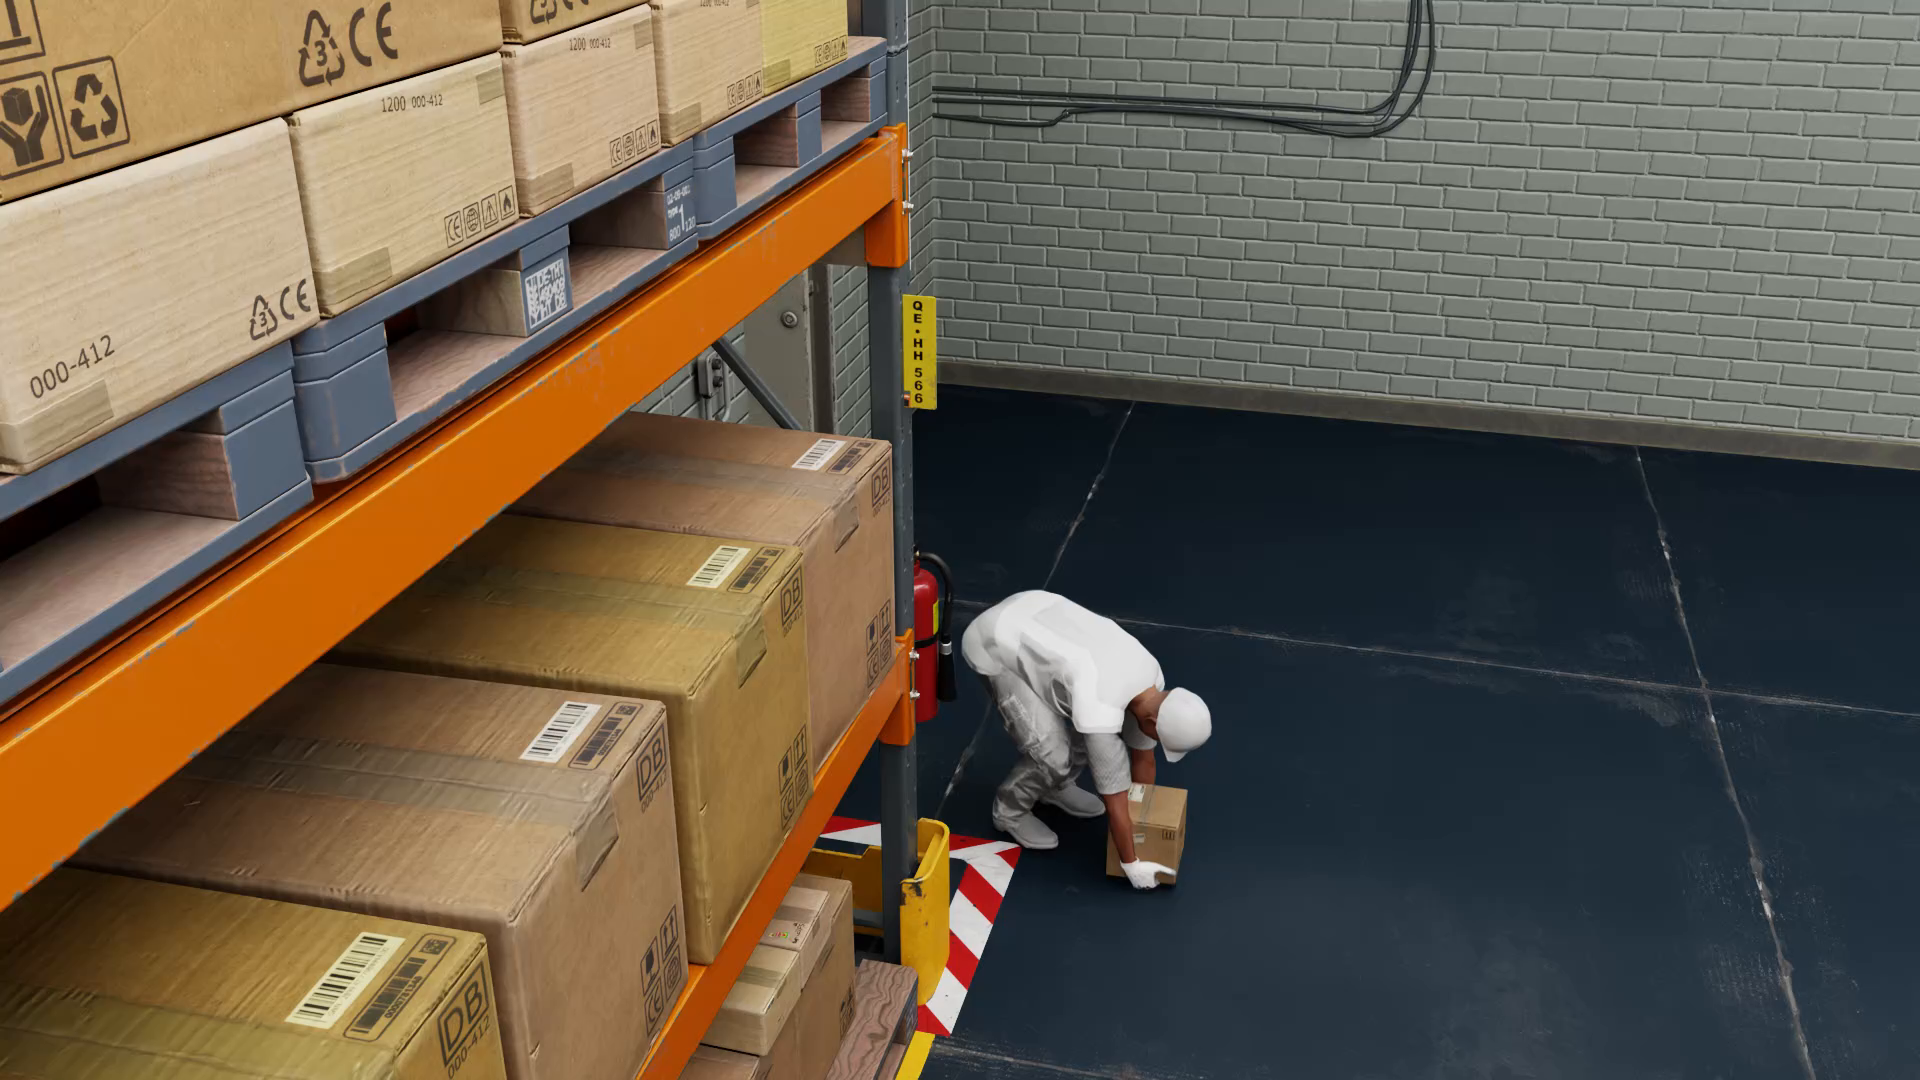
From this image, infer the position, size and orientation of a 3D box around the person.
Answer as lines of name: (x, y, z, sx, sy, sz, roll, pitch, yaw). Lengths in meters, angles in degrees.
person: (0.468, 0.696, 6.101, 0.981, 0.932, 0.541, 19, 31, 35)
